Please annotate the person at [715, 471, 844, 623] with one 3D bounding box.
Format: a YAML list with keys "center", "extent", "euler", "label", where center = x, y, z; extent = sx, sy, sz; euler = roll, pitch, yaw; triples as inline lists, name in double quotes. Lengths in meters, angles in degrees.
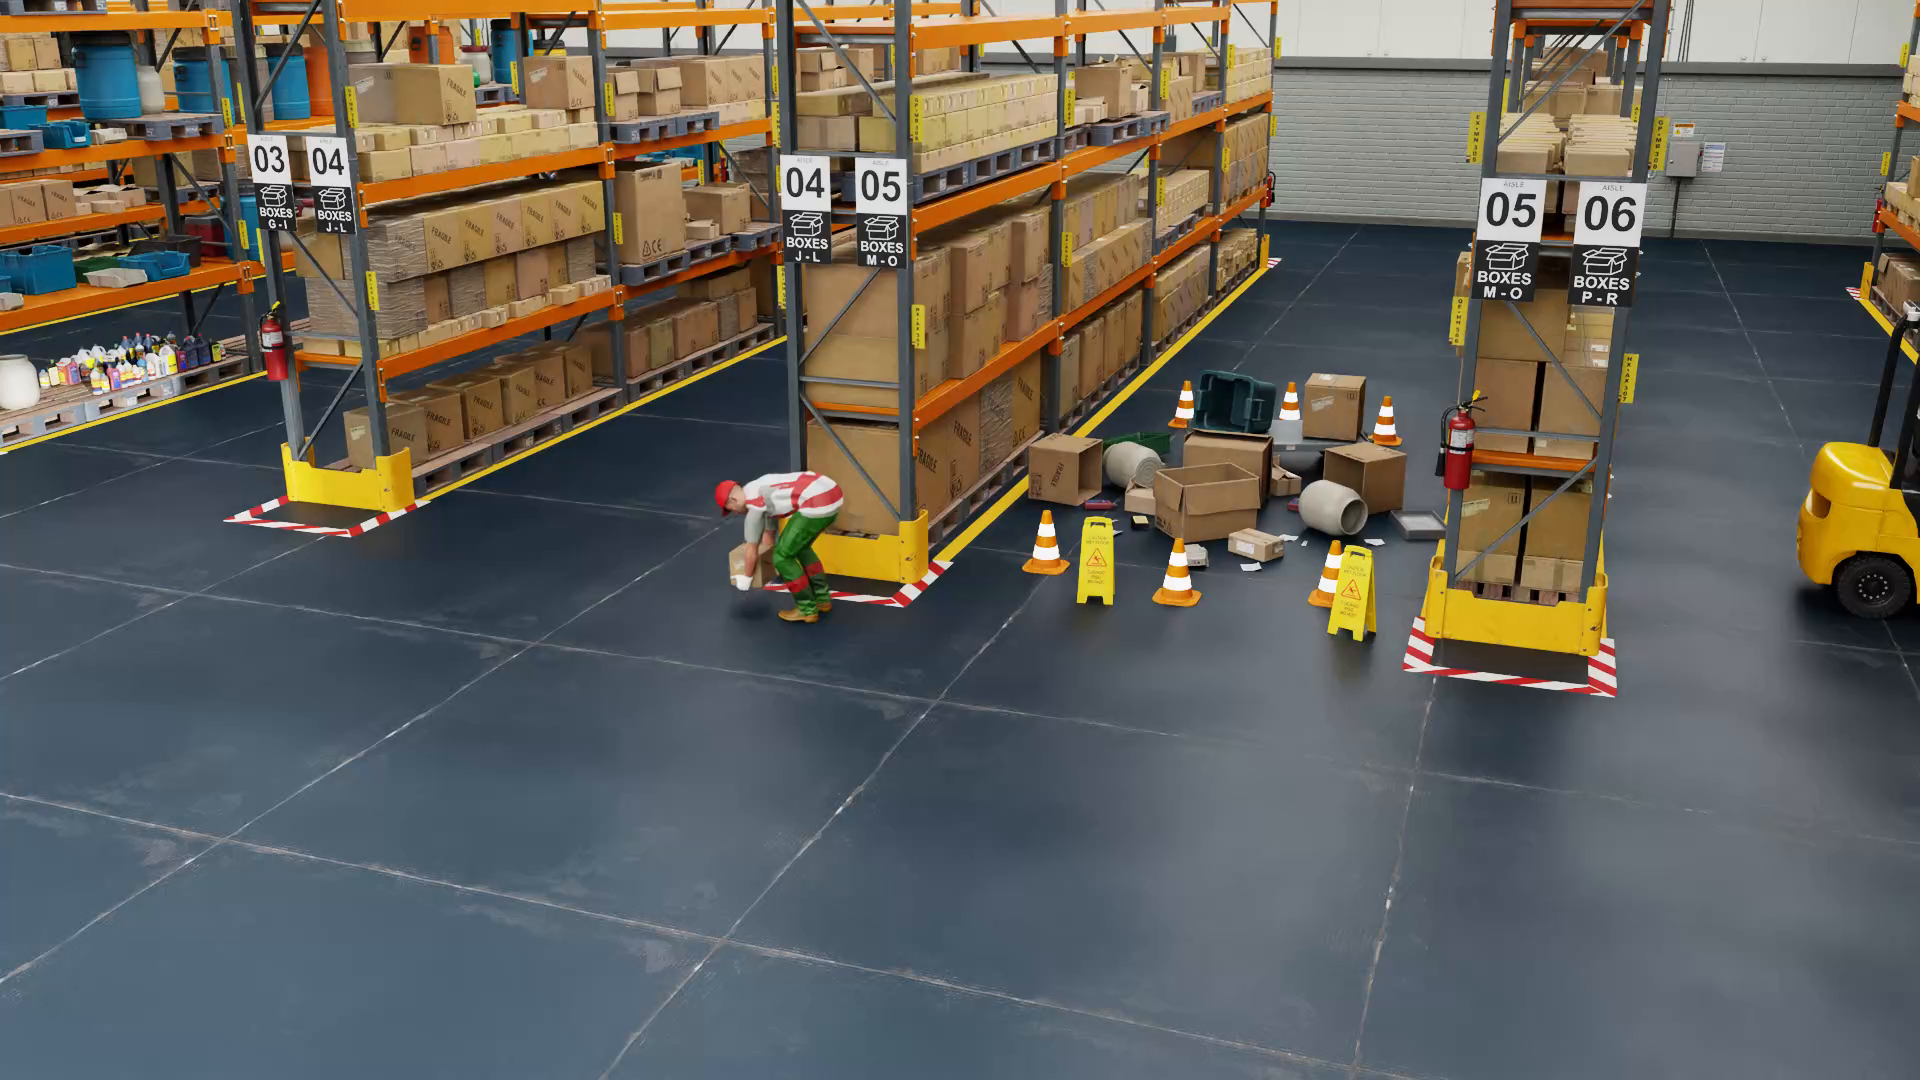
- center: [-1.321, 0.017, 12.094]
  extent: [0.964, 1.072, 0.514]
  euler: [5, 19, 16]
  label: "person"
